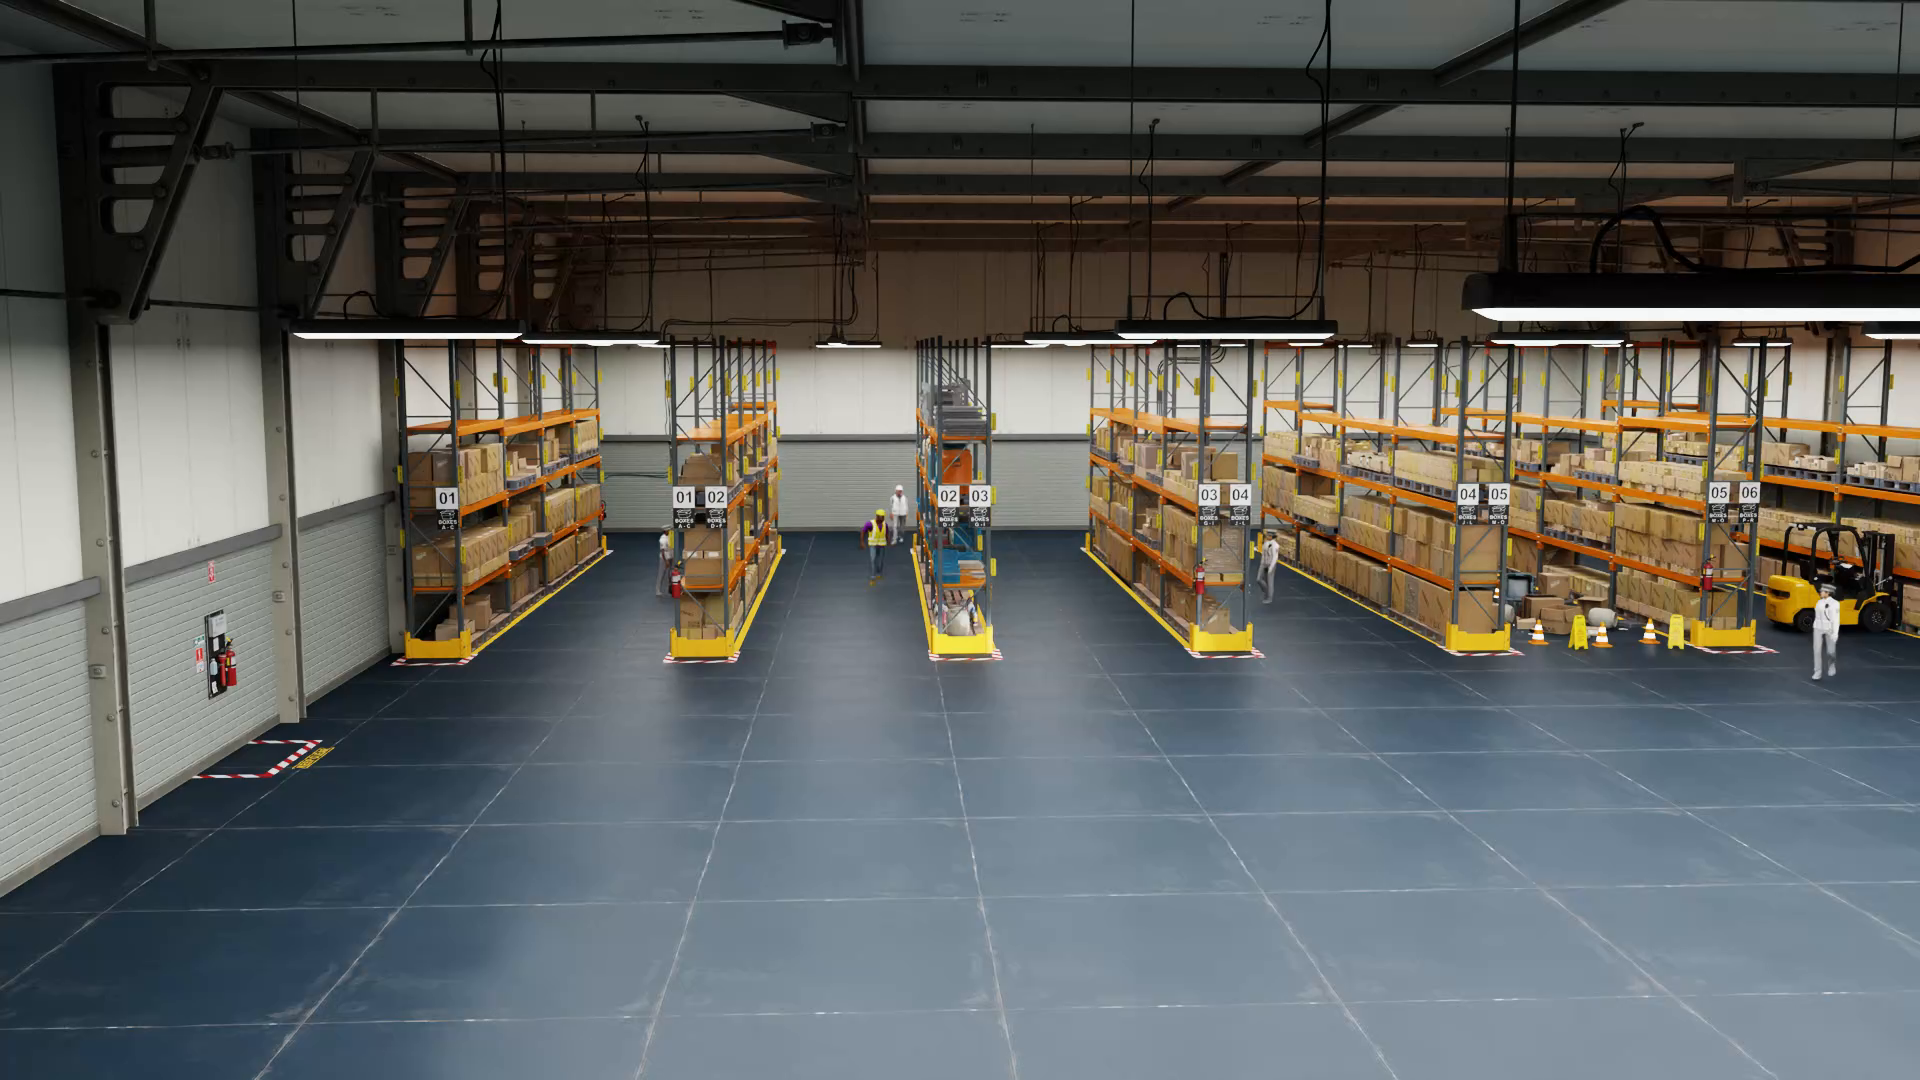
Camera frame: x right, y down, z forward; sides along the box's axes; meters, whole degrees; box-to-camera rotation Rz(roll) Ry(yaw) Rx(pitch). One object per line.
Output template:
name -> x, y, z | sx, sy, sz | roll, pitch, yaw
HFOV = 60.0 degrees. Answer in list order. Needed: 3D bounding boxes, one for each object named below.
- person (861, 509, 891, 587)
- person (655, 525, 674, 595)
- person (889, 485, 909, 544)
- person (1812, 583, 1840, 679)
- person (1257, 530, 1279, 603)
person -> -1.974, 0.157, 39.107 | 0.725, 1.768, 0.935 | 0, 6, -1
person -> -6.860, 0.480, 39.150 | 0.514, 1.700, 0.647 | 4, 8, 31
person -> -1.809, -0.763, 49.316 | 0.576, 1.725, 0.991 | 0, 7, -4
person -> 15.109, 1.586, 28.995 | 0.436, 1.677, 0.484 | 5, 8, 39
person -> 7.025, 0.602, 37.930 | 0.448, 1.687, 0.551 | -5, 8, -37
